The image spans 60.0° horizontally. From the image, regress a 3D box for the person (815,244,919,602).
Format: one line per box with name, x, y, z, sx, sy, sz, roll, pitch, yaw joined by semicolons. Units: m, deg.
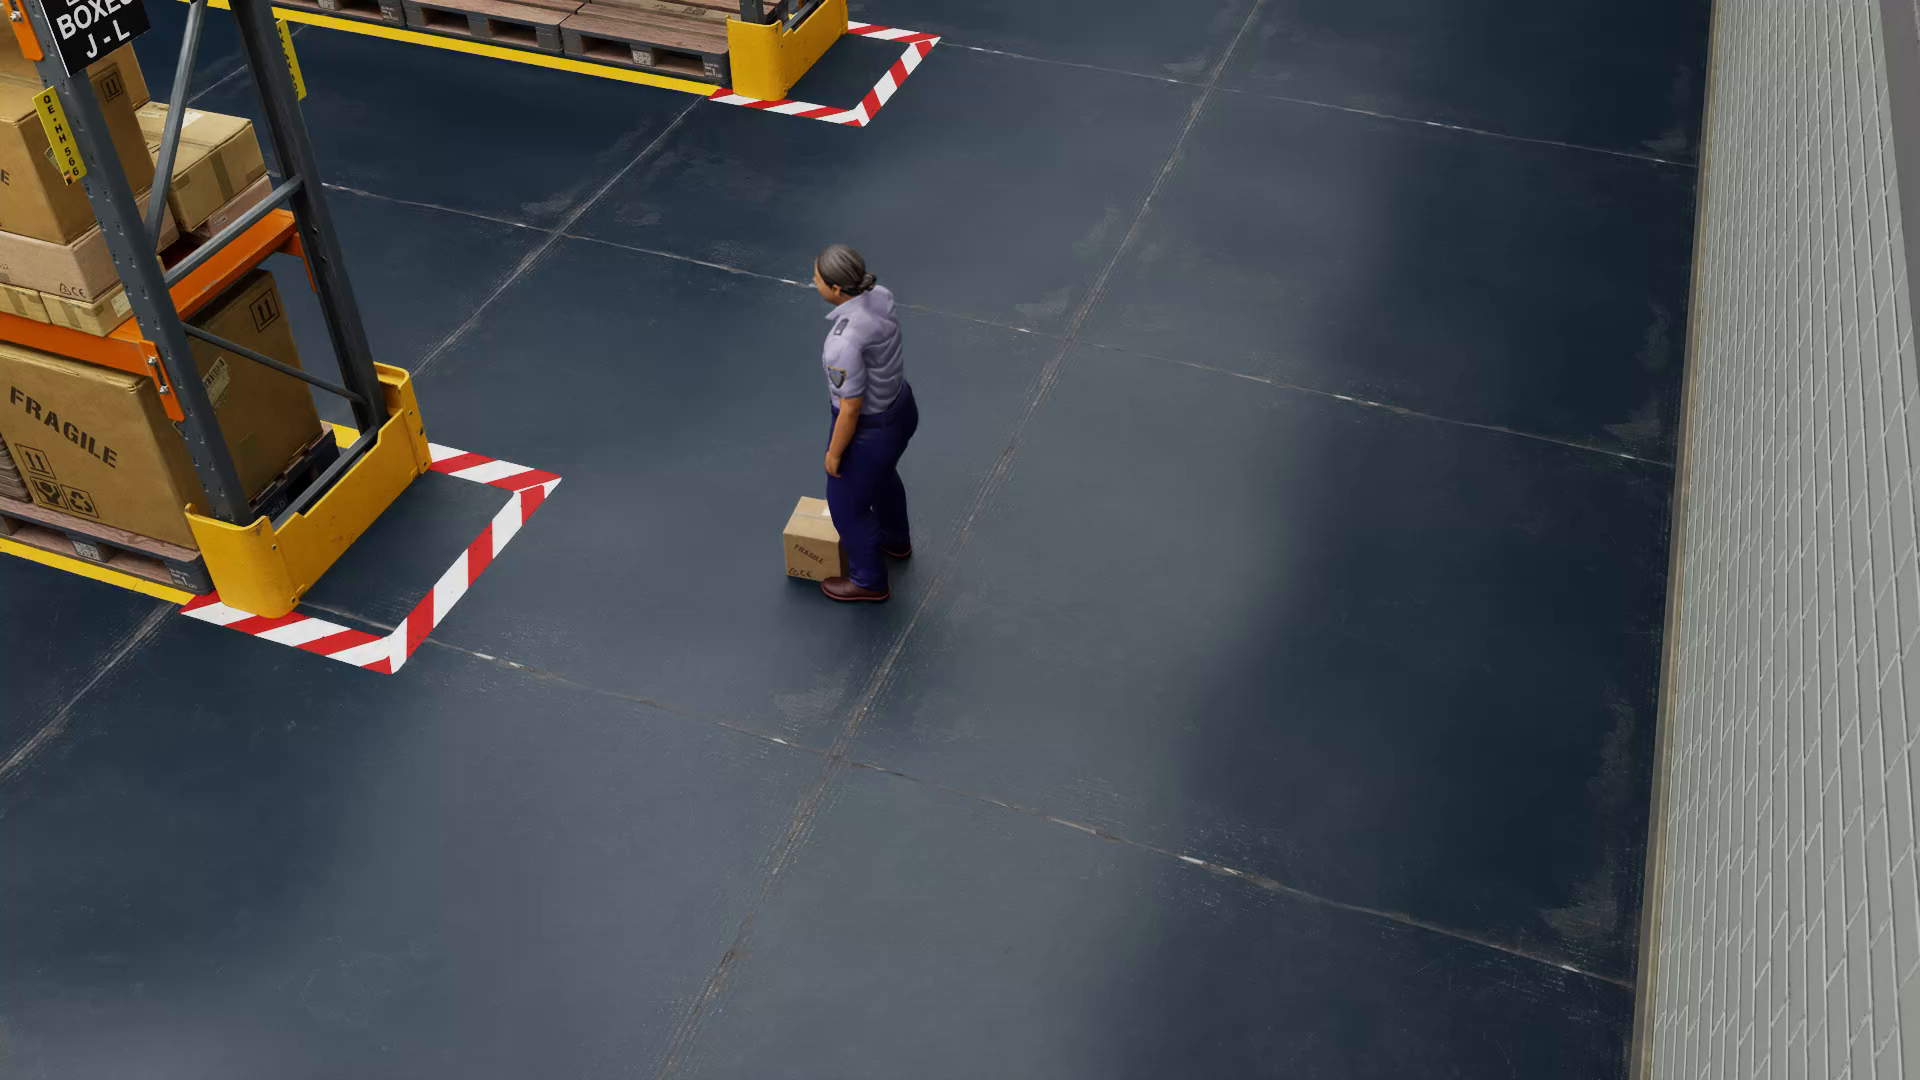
person;-0.378;-0.467;6.688;0.370;1.652;0.539;14;44;15
